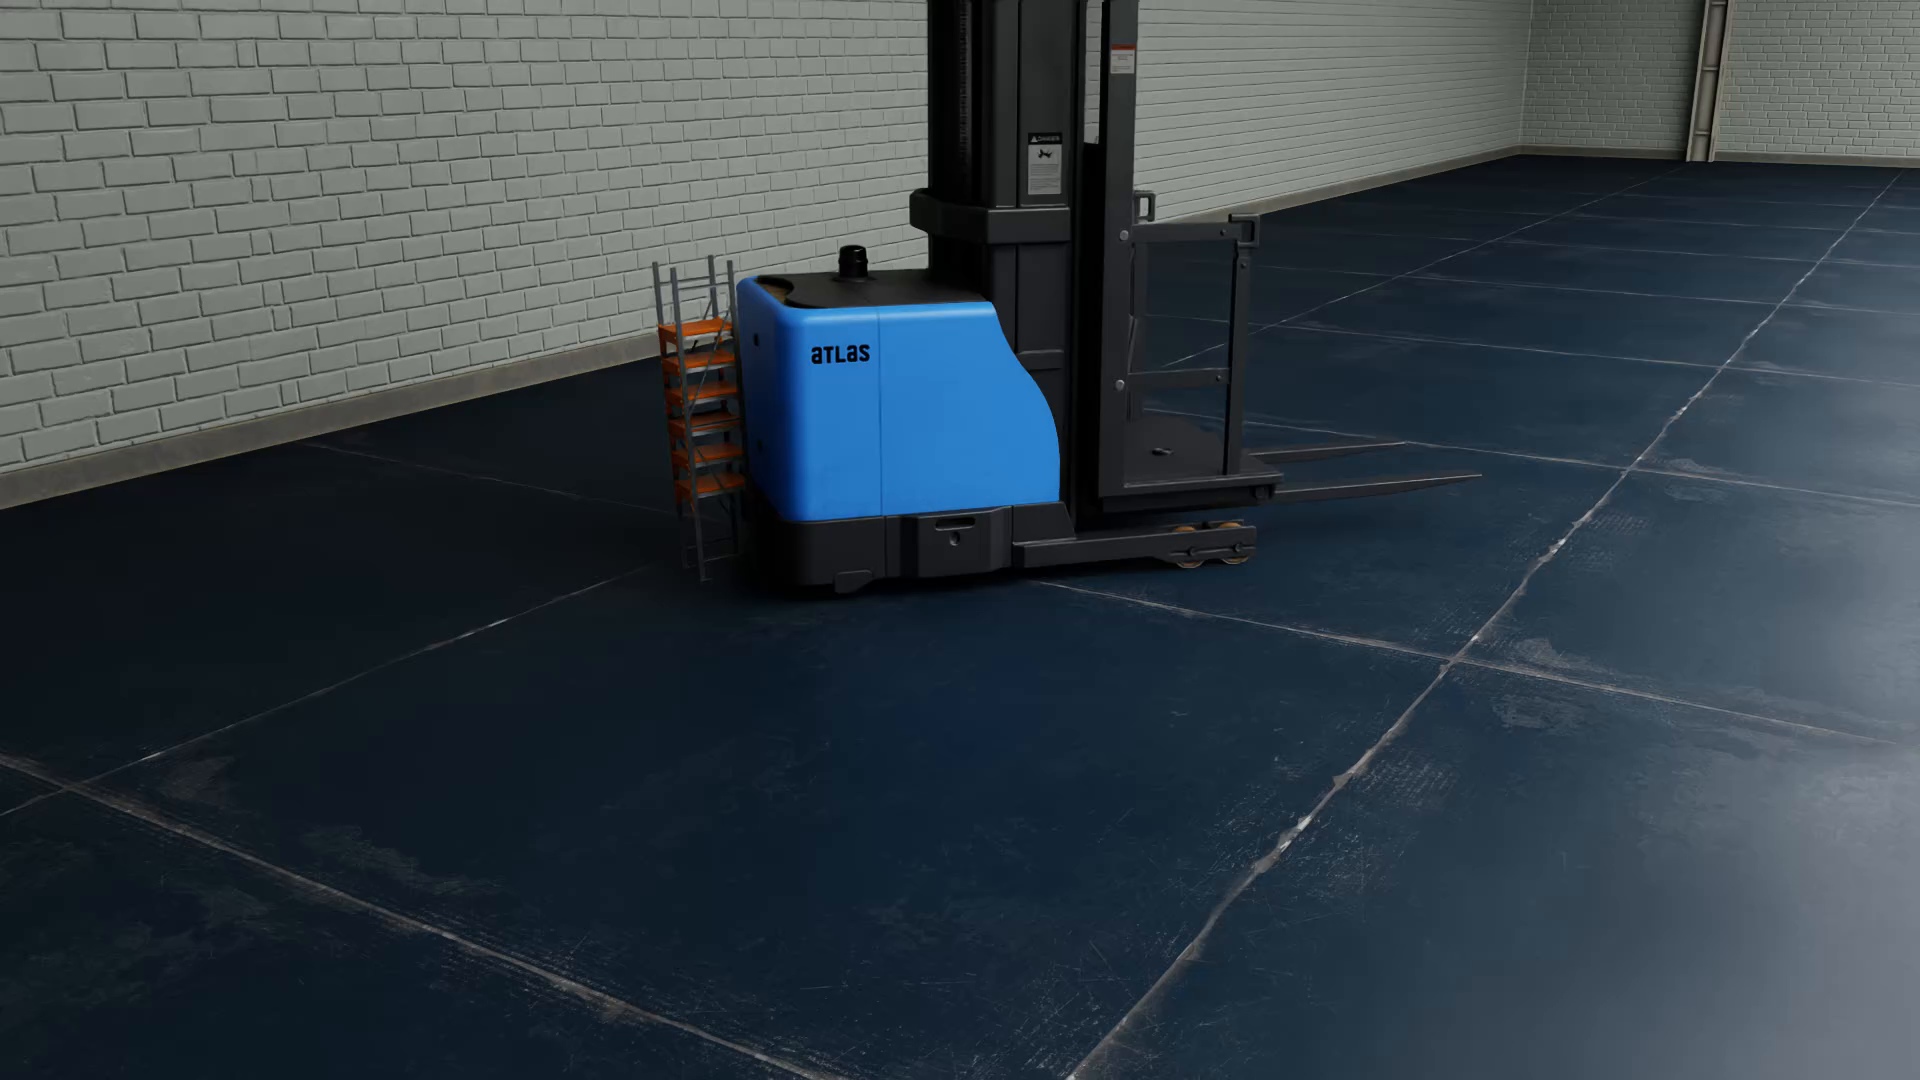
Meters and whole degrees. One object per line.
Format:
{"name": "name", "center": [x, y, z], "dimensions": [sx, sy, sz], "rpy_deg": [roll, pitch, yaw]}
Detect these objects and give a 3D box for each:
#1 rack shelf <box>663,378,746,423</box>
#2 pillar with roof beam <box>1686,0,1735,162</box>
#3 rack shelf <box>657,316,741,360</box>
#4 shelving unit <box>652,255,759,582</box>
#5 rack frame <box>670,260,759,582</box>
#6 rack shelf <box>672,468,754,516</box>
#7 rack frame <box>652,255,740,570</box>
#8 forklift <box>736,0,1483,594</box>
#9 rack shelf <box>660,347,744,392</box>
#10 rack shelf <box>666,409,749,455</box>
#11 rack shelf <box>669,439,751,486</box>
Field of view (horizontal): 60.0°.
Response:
{"name": "rack shelf", "center": [-0.962, -0.527, 6.269], "dimensions": [0.258, 0.103, 0.180], "rpy_deg": [-13, 21, -28]}
{"name": "pillar with roof beam", "center": [10.025, -9.531, 22.777], "dimensions": [0.400, 9.000, 9.100], "rpy_deg": [10, 20, 30]}
{"name": "rack shelf", "center": [-0.972, -0.754, 6.194], "dimensions": [0.258, 0.103, 0.180], "rpy_deg": [-13, 21, -28]}
{"name": "shelving unit", "center": [-0.959, -0.455, 6.293], "dimensions": [0.258, 1.200, 0.189], "rpy_deg": [-13, 21, -28]}
{"name": "rack frame", "center": [-0.912, -0.432, 6.217], "dimensions": [0.240, 1.200, 0.006], "rpy_deg": [-13, 21, -28]}
{"name": "rack shelf", "center": [-0.947, -0.185, 6.382], "dimensions": [0.258, 0.103, 0.180], "rpy_deg": [-13, 21, -28]}
{"name": "rack frame", "center": [-1.005, -0.478, 6.368], "dimensions": [0.240, 1.200, 0.006], "rpy_deg": [-13, 21, -28]}
{"name": "forklift", "center": [0.663, -1.430, 6.546], "dimensions": [3.031, 2.935, 1.130], "rpy_deg": [-5, 18, -16]}
{"name": "rack shelf", "center": [-0.967, -0.640, 6.232], "dimensions": [0.258, 0.103, 0.180], "rpy_deg": [-13, 21, -28]}
{"name": "rack shelf", "center": [-0.957, -0.413, 6.307], "dimensions": [0.258, 0.103, 0.180], "rpy_deg": [-13, 21, -28]}
{"name": "rack shelf", "center": [-0.952, -0.299, 6.344], "dimensions": [0.258, 0.103, 0.180], "rpy_deg": [-13, 21, -28]}
